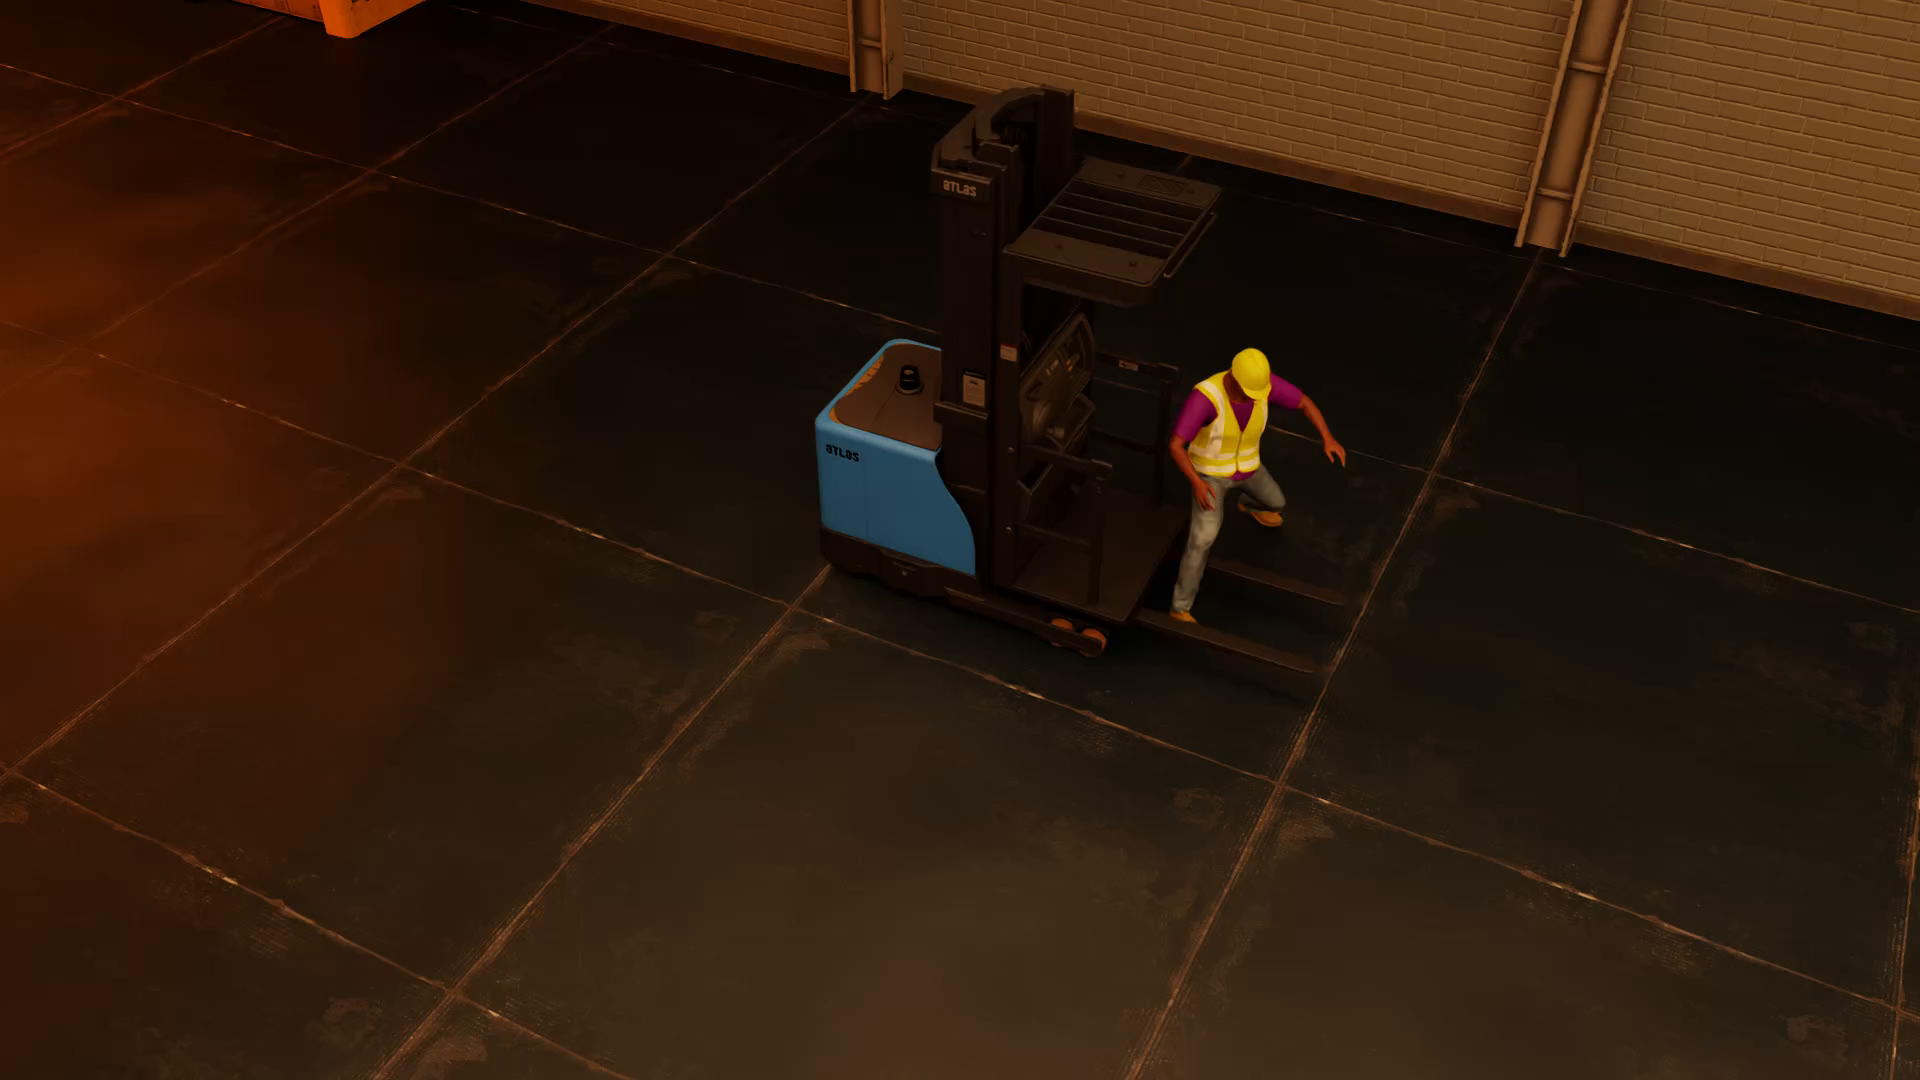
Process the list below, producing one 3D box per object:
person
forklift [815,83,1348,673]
[{"bbox_3d":[1.612,-0.391,9.434,1.119,1.591,1.012,-15,43,-18],"label":"person"},{"bbox_3d":[0.713,-0.846,8.991,3.031,2.935,1.130,17,43,20],"label":"forklift"}]
